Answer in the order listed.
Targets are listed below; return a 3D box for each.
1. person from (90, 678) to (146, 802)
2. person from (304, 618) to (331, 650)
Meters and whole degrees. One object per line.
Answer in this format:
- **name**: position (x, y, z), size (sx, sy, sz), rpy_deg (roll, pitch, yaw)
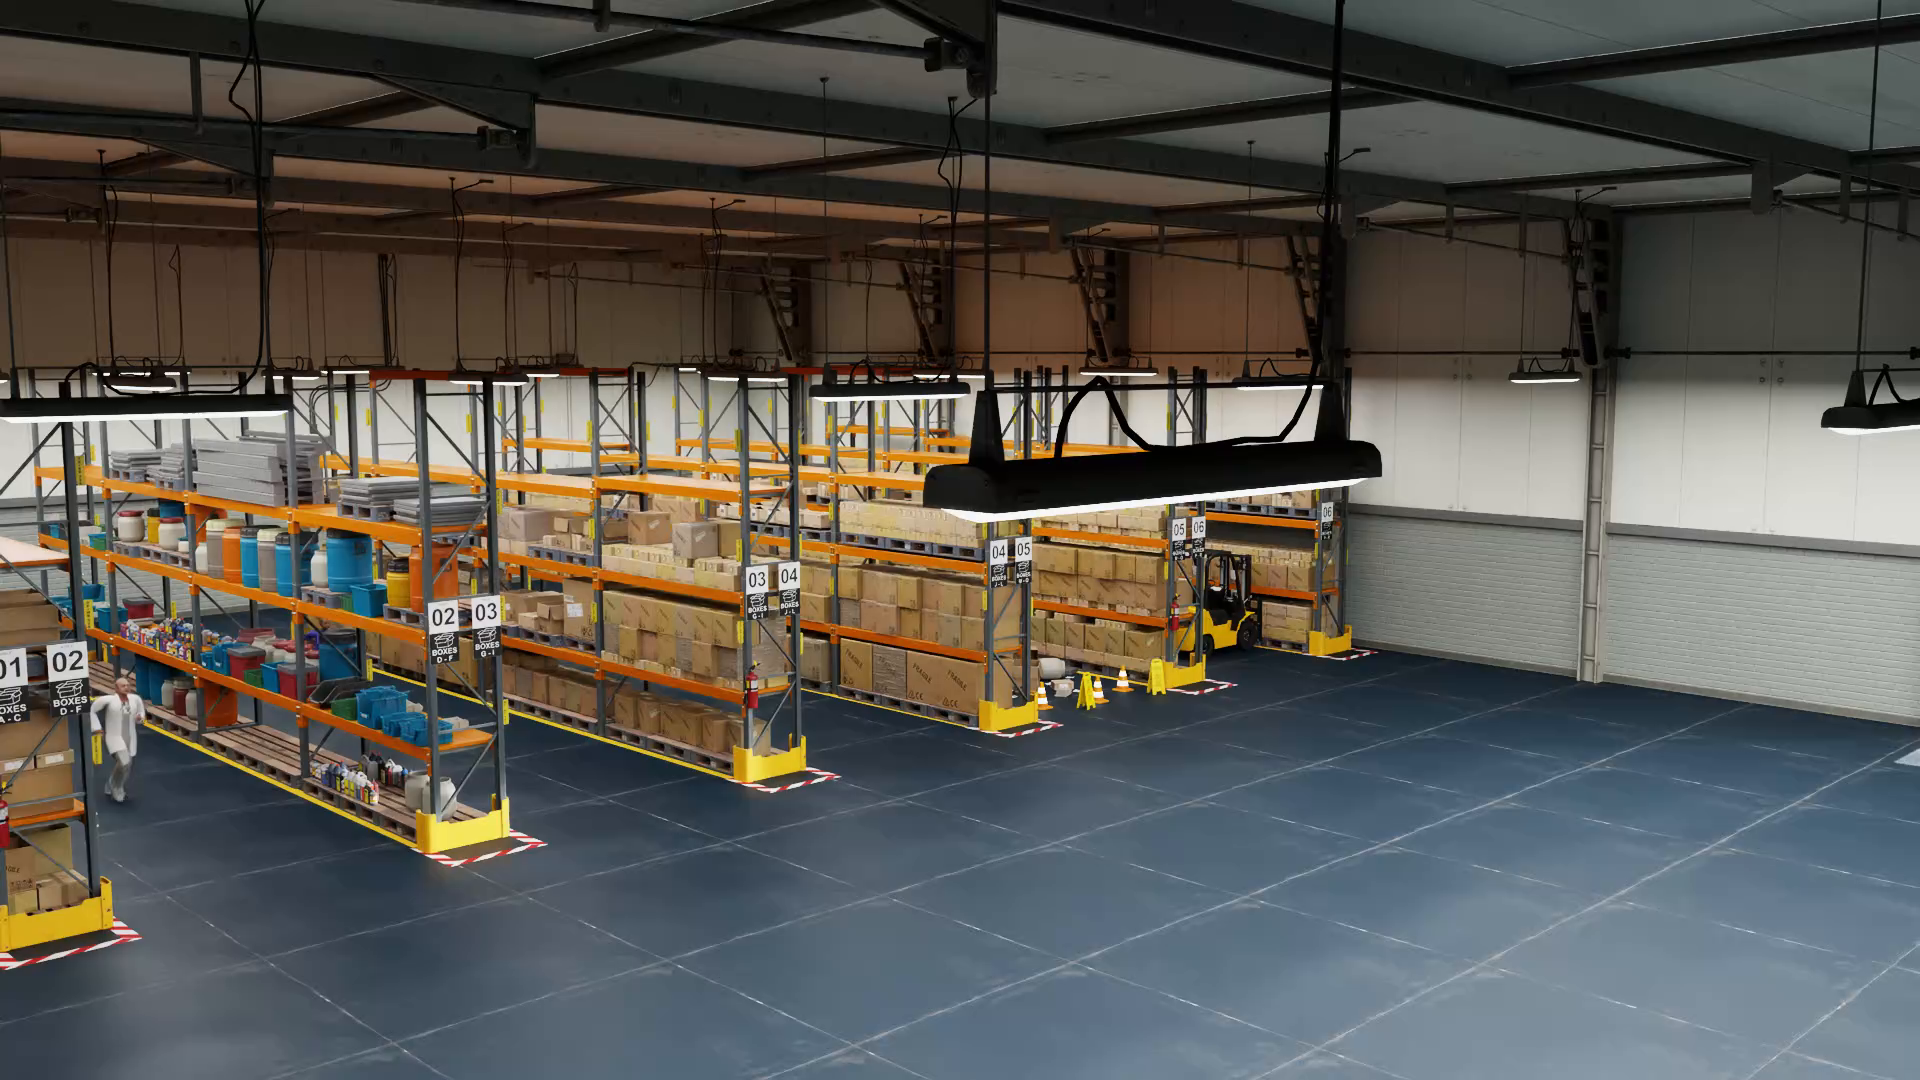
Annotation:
- **person**: position (-11.834, 2.862, 23.462), size (0.799, 1.670, 0.691), rpy_deg (4, 8, 33)
- **person**: position (-11.338, 2.194, 29.546), size (0.833, 1.698, 0.599), rpy_deg (5, 8, 39)
